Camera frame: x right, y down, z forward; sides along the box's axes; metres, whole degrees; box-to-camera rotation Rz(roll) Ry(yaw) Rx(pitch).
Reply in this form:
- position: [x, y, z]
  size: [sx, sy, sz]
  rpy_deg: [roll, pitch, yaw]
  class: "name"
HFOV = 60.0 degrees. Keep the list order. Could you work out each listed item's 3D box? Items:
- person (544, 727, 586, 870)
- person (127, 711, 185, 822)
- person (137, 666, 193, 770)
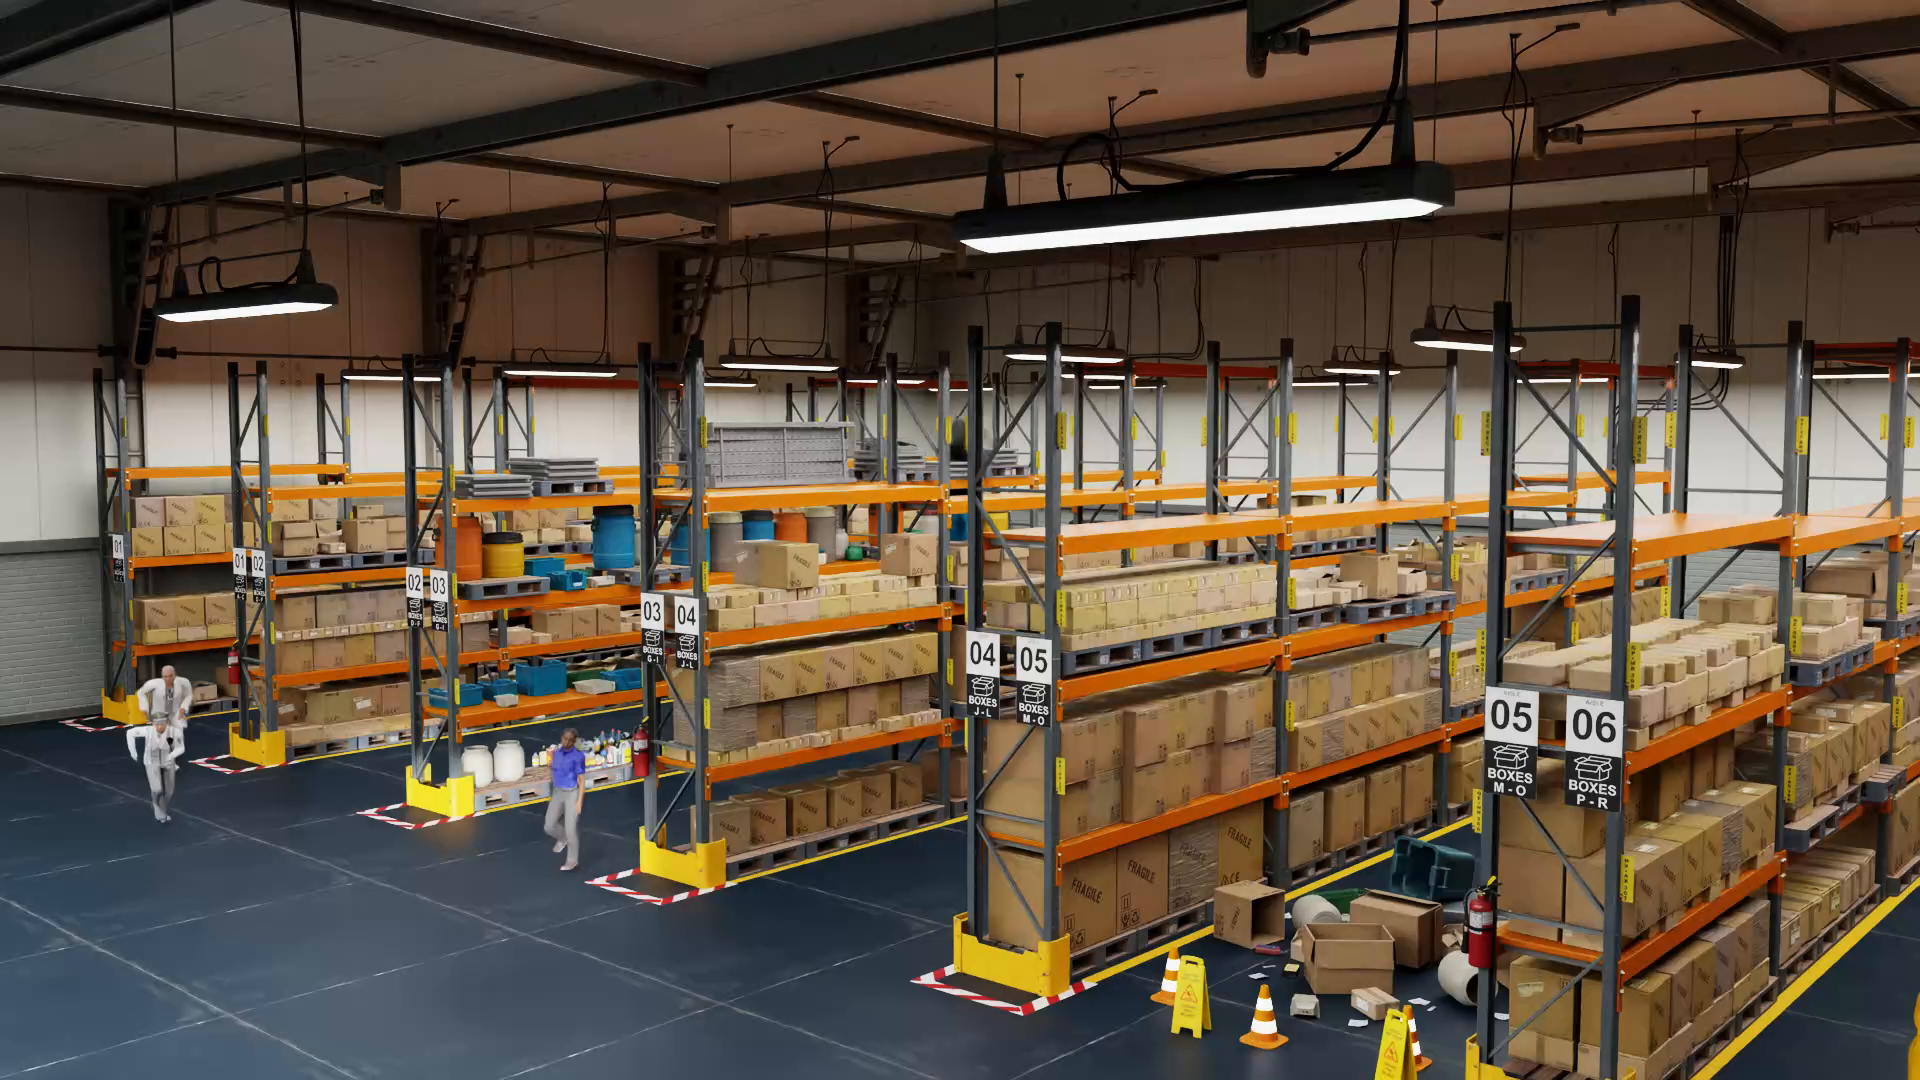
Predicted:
- position: [-4.497, 2.937, 19.078]
  size: [0.659, 1.638, 0.514]
  rpy_deg: [2, 5, 23]
  class: "person"
- position: [-10.127, 2.870, 20.962]
  size: [0.648, 1.496, 0.860]
  rpy_deg: [-2, 5, -29]
  class: "person"
- position: [-11.645, 2.591, 24.370]
  size: [0.731, 1.583, 0.922]
  rpy_deg: [-2, 5, -30]
  class: "person"
